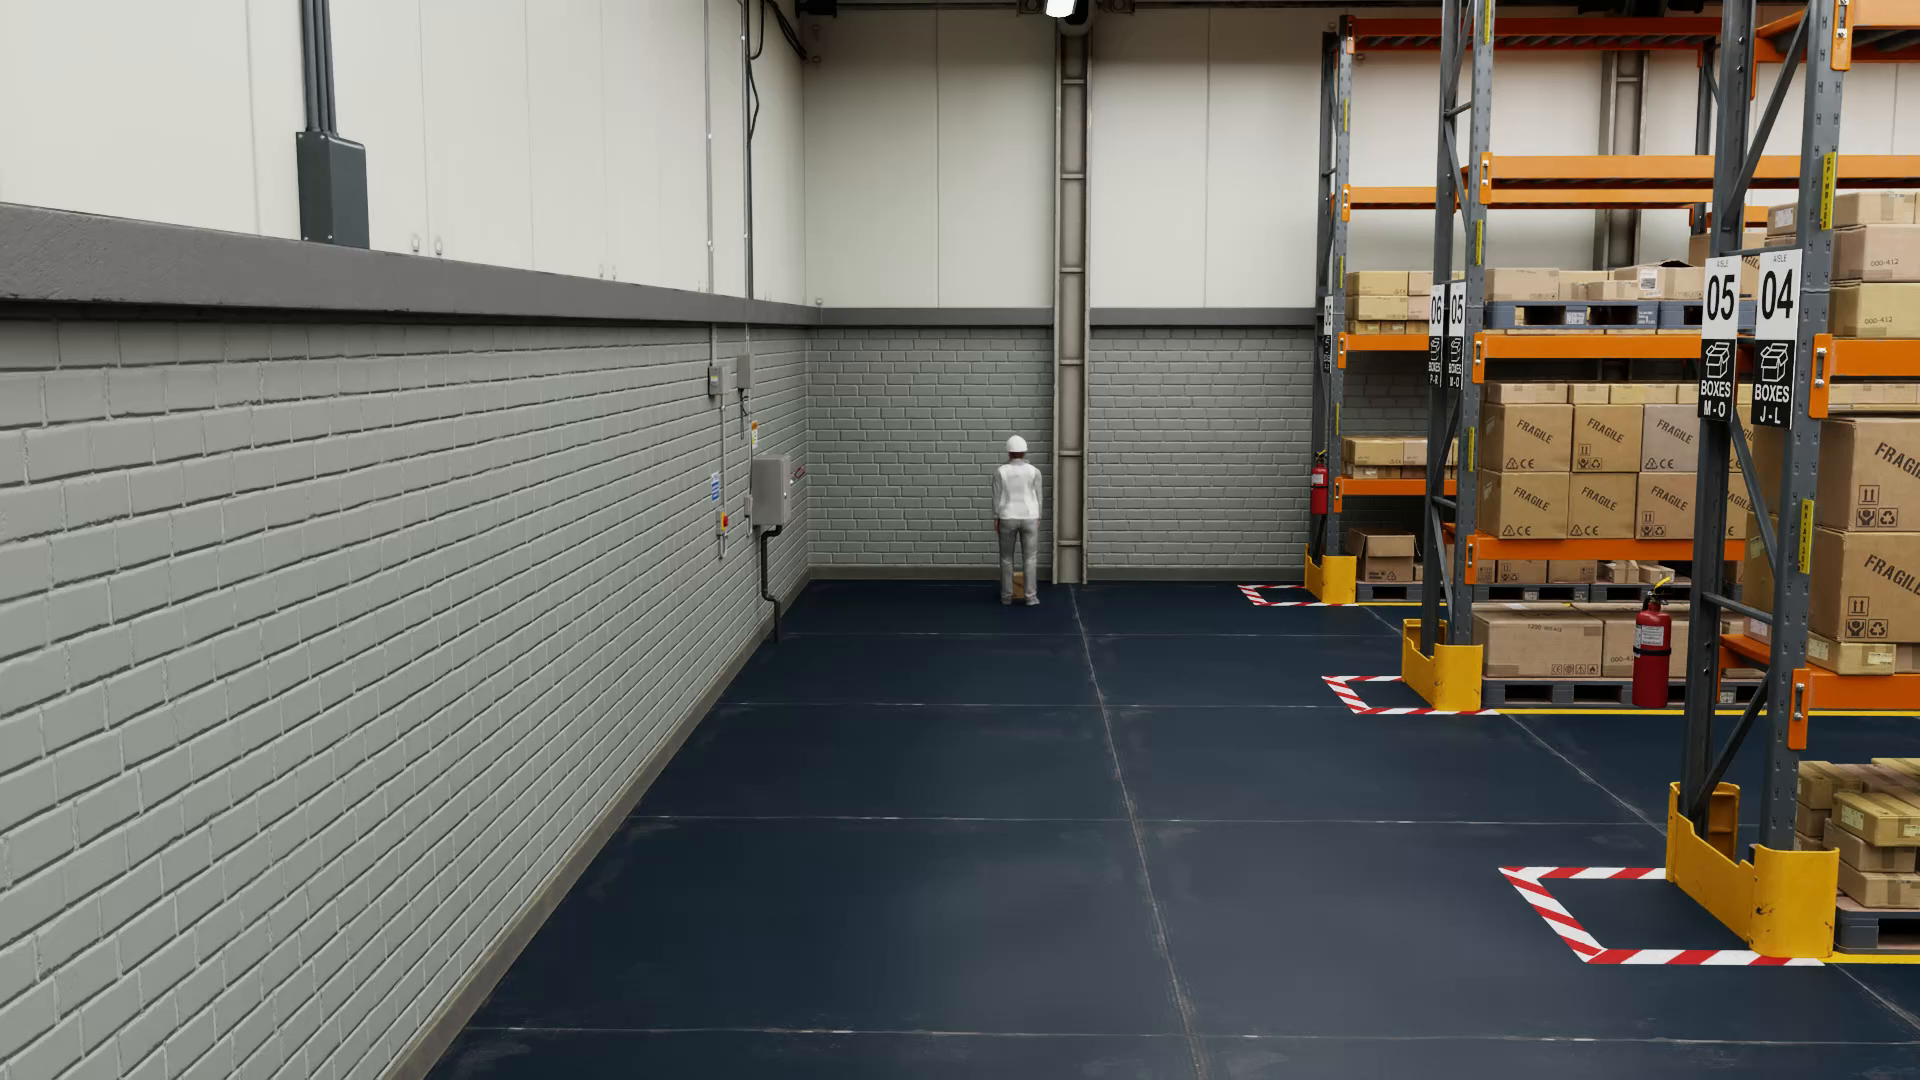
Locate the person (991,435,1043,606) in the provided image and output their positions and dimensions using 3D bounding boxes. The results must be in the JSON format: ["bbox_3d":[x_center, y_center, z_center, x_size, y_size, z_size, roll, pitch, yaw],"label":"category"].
[{"bbox_3d":[0.593,-0.205,17.352,0.533,1.774,0.382,0,7,3],"label":"person"}]
